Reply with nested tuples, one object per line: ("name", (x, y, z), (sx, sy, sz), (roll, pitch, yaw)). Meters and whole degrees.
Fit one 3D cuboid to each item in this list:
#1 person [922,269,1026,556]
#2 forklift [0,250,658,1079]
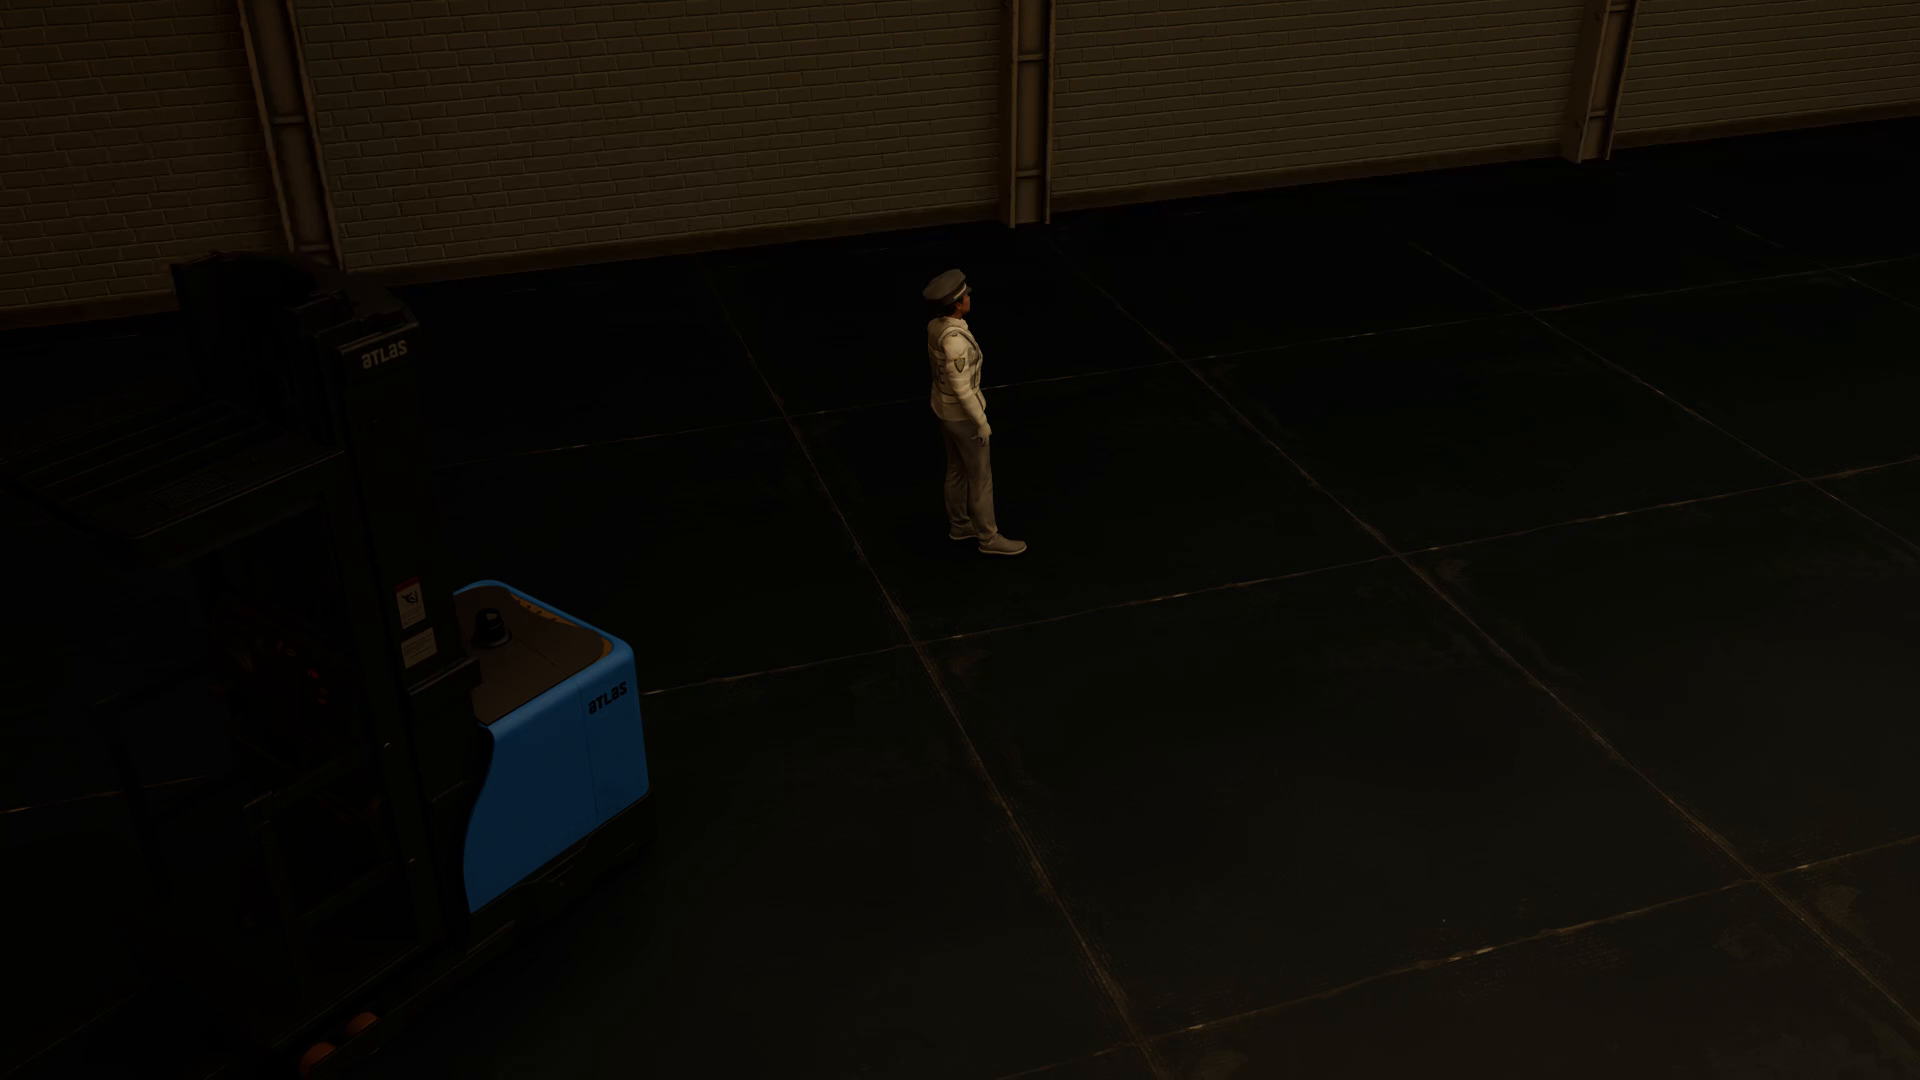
("person", (0.068, -0.748, 9.613), (0.530, 1.694, 0.586), (-10, 31, -16))
("forklift", (-2.670, 0.549, 6.133), (1.130, 2.935, 3.031), (21, 36, 32))
